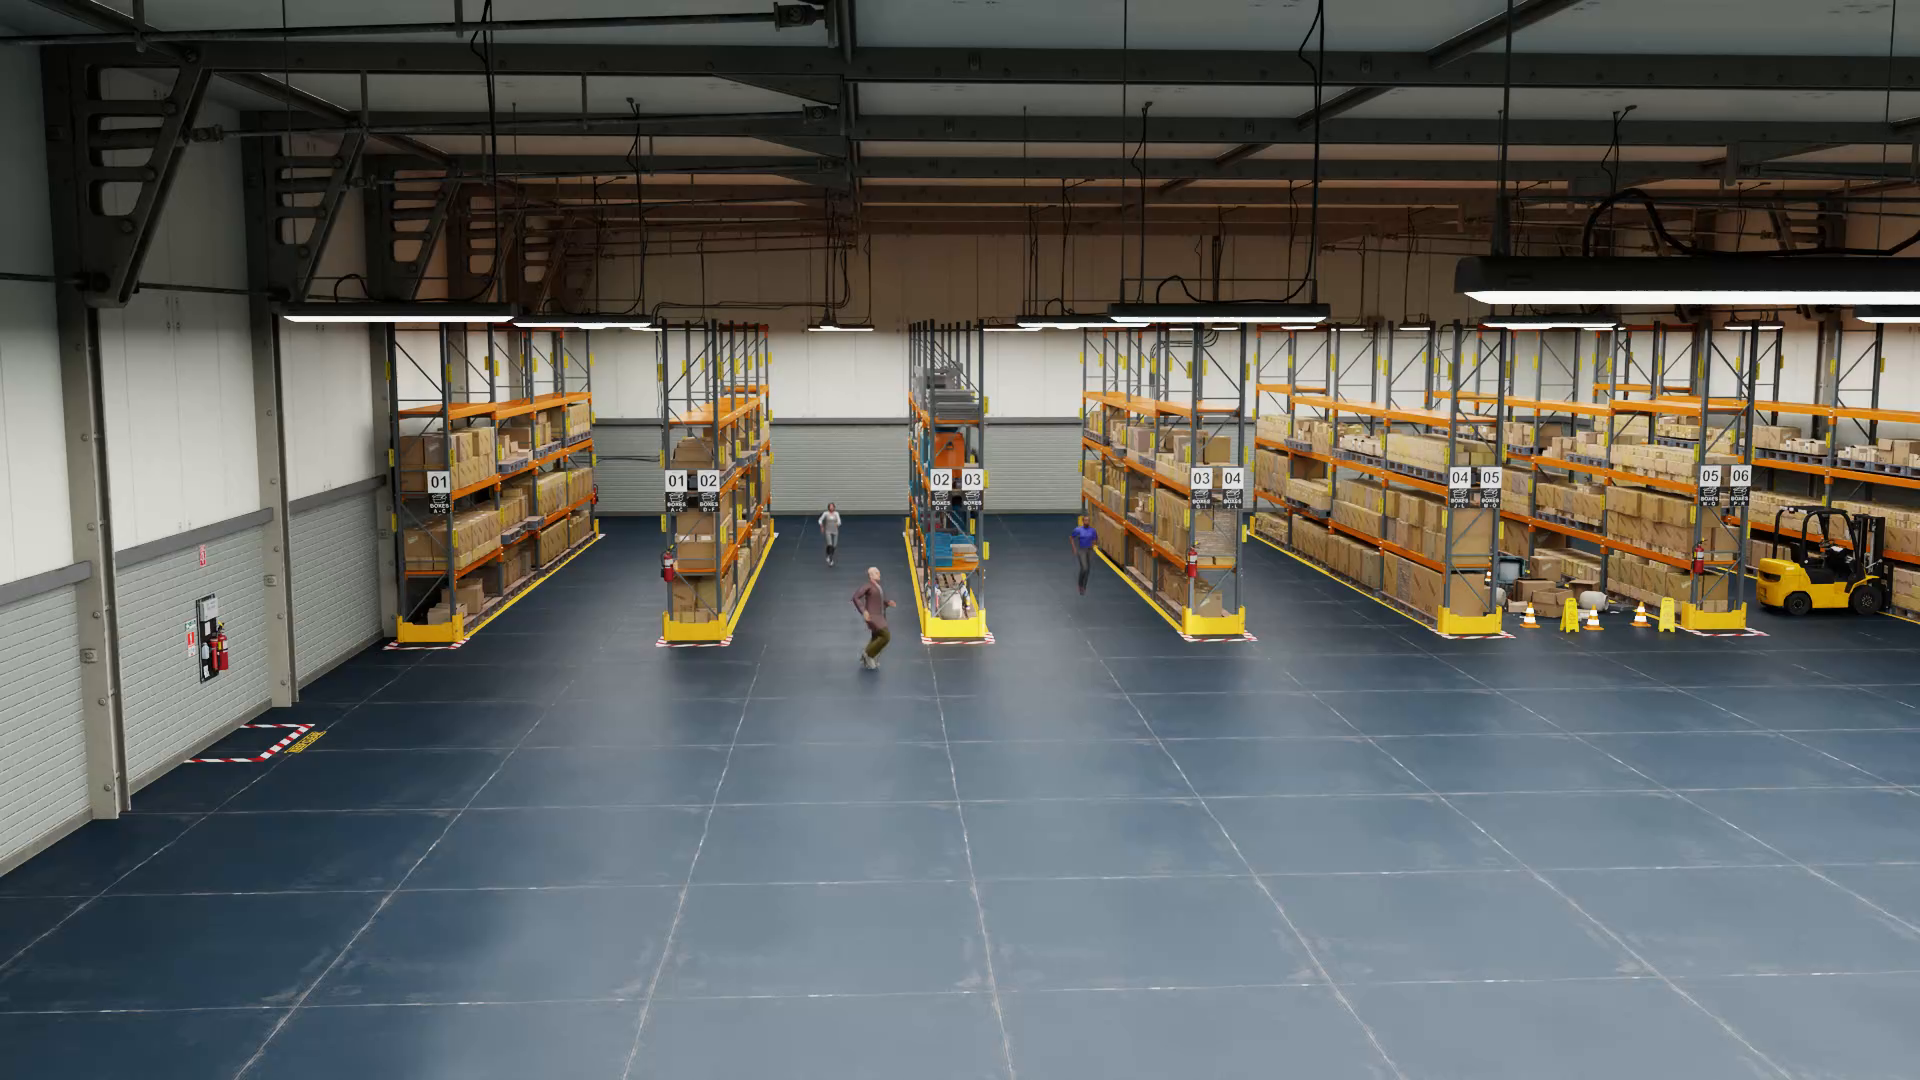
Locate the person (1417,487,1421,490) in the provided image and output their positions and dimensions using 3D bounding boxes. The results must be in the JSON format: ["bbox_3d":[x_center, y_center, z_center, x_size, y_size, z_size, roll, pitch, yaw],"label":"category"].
[{"bbox_3d":[13.711,-1.220,49.596,0.907,1.618,0.627,3,8,26],"label":"person"}]

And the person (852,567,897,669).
[{"bbox_3d":[-1.415,1.337,28.448,0.700,1.742,0.694,3,8,20],"label":"person"}]

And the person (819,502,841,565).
[{"bbox_3d":[-3.192,-0.157,41.161,0.509,1.563,0.635,-2,7,-18],"label":"person"}]

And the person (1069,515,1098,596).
[{"bbox_3d":[2.639,0.325,34.897,0.545,1.698,0.651,-2,7,-17],"label":"person"}]
